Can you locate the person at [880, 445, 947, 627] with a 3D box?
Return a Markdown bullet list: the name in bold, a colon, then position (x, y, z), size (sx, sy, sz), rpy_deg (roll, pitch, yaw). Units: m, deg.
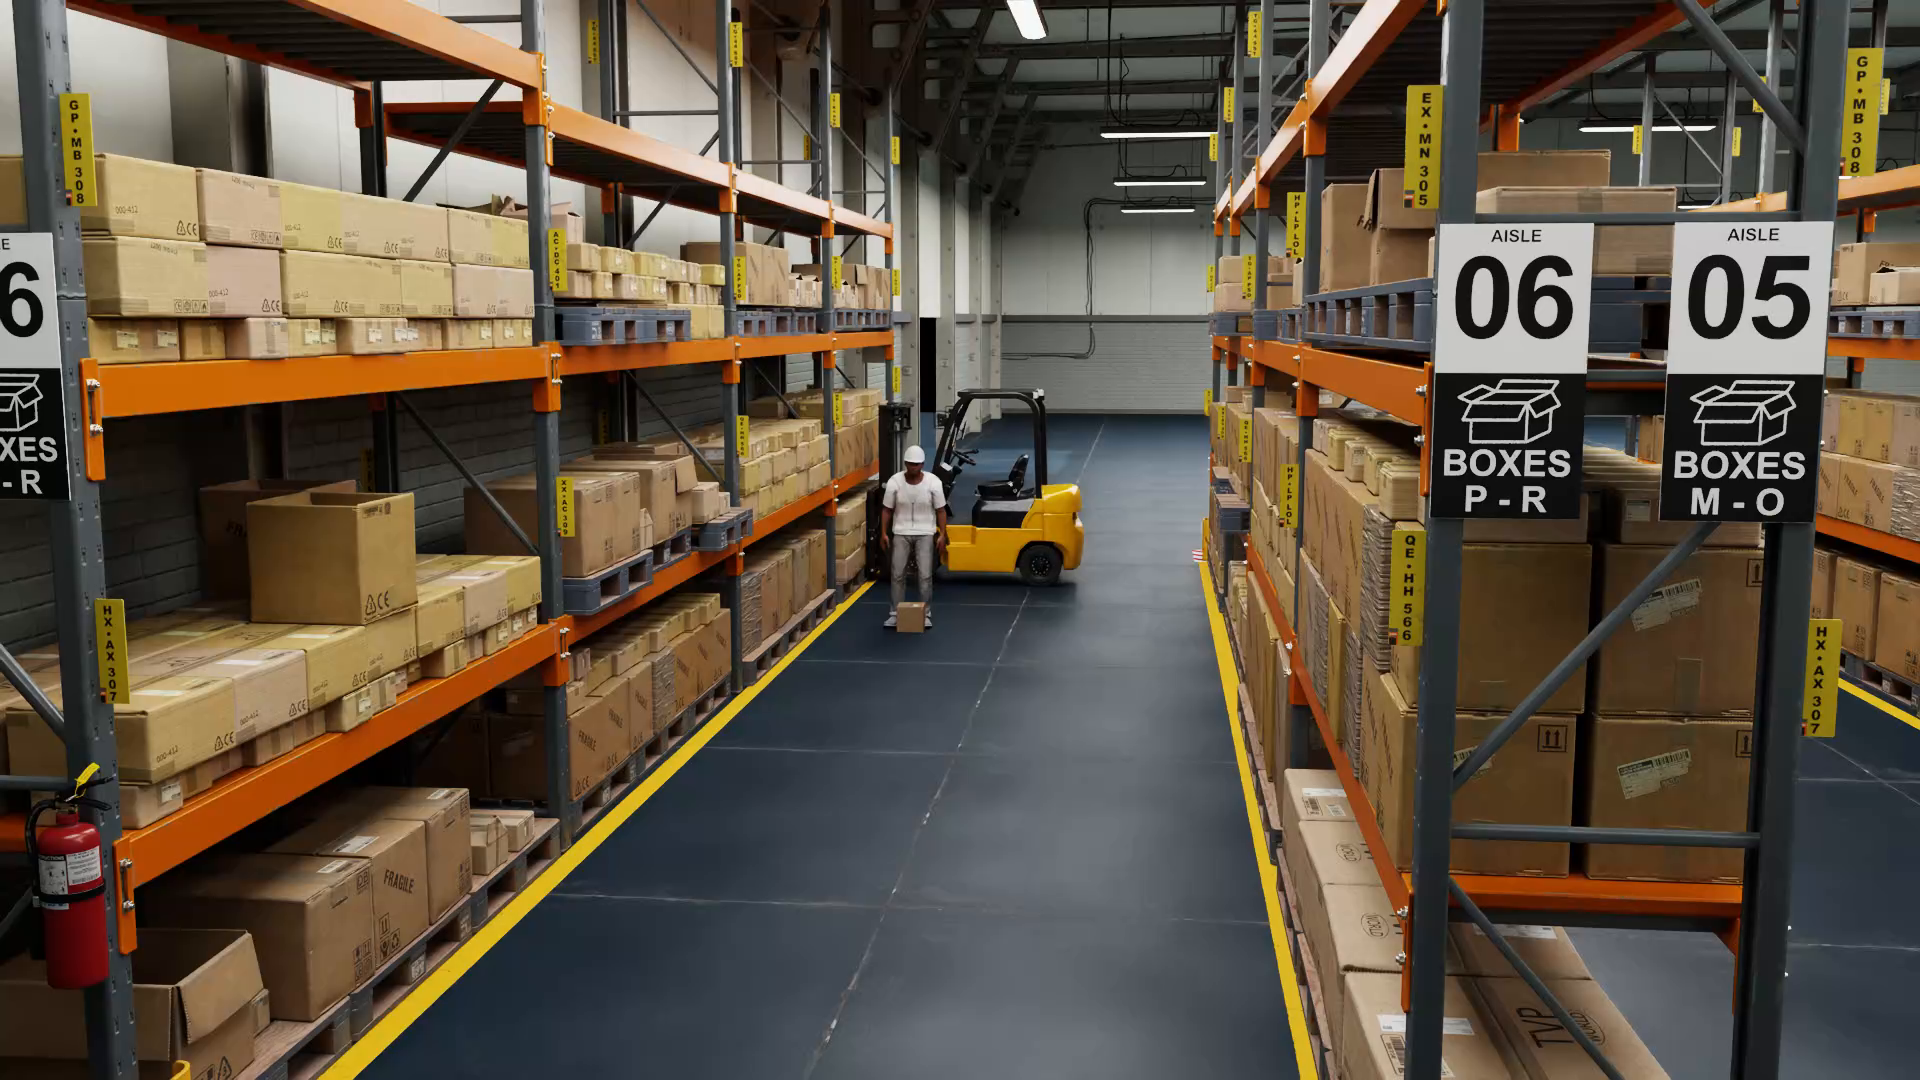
- **person**: position (-0.450, -0.037, 15.999), size (0.637, 1.761, 0.460), rpy_deg (1, 8, 5)
